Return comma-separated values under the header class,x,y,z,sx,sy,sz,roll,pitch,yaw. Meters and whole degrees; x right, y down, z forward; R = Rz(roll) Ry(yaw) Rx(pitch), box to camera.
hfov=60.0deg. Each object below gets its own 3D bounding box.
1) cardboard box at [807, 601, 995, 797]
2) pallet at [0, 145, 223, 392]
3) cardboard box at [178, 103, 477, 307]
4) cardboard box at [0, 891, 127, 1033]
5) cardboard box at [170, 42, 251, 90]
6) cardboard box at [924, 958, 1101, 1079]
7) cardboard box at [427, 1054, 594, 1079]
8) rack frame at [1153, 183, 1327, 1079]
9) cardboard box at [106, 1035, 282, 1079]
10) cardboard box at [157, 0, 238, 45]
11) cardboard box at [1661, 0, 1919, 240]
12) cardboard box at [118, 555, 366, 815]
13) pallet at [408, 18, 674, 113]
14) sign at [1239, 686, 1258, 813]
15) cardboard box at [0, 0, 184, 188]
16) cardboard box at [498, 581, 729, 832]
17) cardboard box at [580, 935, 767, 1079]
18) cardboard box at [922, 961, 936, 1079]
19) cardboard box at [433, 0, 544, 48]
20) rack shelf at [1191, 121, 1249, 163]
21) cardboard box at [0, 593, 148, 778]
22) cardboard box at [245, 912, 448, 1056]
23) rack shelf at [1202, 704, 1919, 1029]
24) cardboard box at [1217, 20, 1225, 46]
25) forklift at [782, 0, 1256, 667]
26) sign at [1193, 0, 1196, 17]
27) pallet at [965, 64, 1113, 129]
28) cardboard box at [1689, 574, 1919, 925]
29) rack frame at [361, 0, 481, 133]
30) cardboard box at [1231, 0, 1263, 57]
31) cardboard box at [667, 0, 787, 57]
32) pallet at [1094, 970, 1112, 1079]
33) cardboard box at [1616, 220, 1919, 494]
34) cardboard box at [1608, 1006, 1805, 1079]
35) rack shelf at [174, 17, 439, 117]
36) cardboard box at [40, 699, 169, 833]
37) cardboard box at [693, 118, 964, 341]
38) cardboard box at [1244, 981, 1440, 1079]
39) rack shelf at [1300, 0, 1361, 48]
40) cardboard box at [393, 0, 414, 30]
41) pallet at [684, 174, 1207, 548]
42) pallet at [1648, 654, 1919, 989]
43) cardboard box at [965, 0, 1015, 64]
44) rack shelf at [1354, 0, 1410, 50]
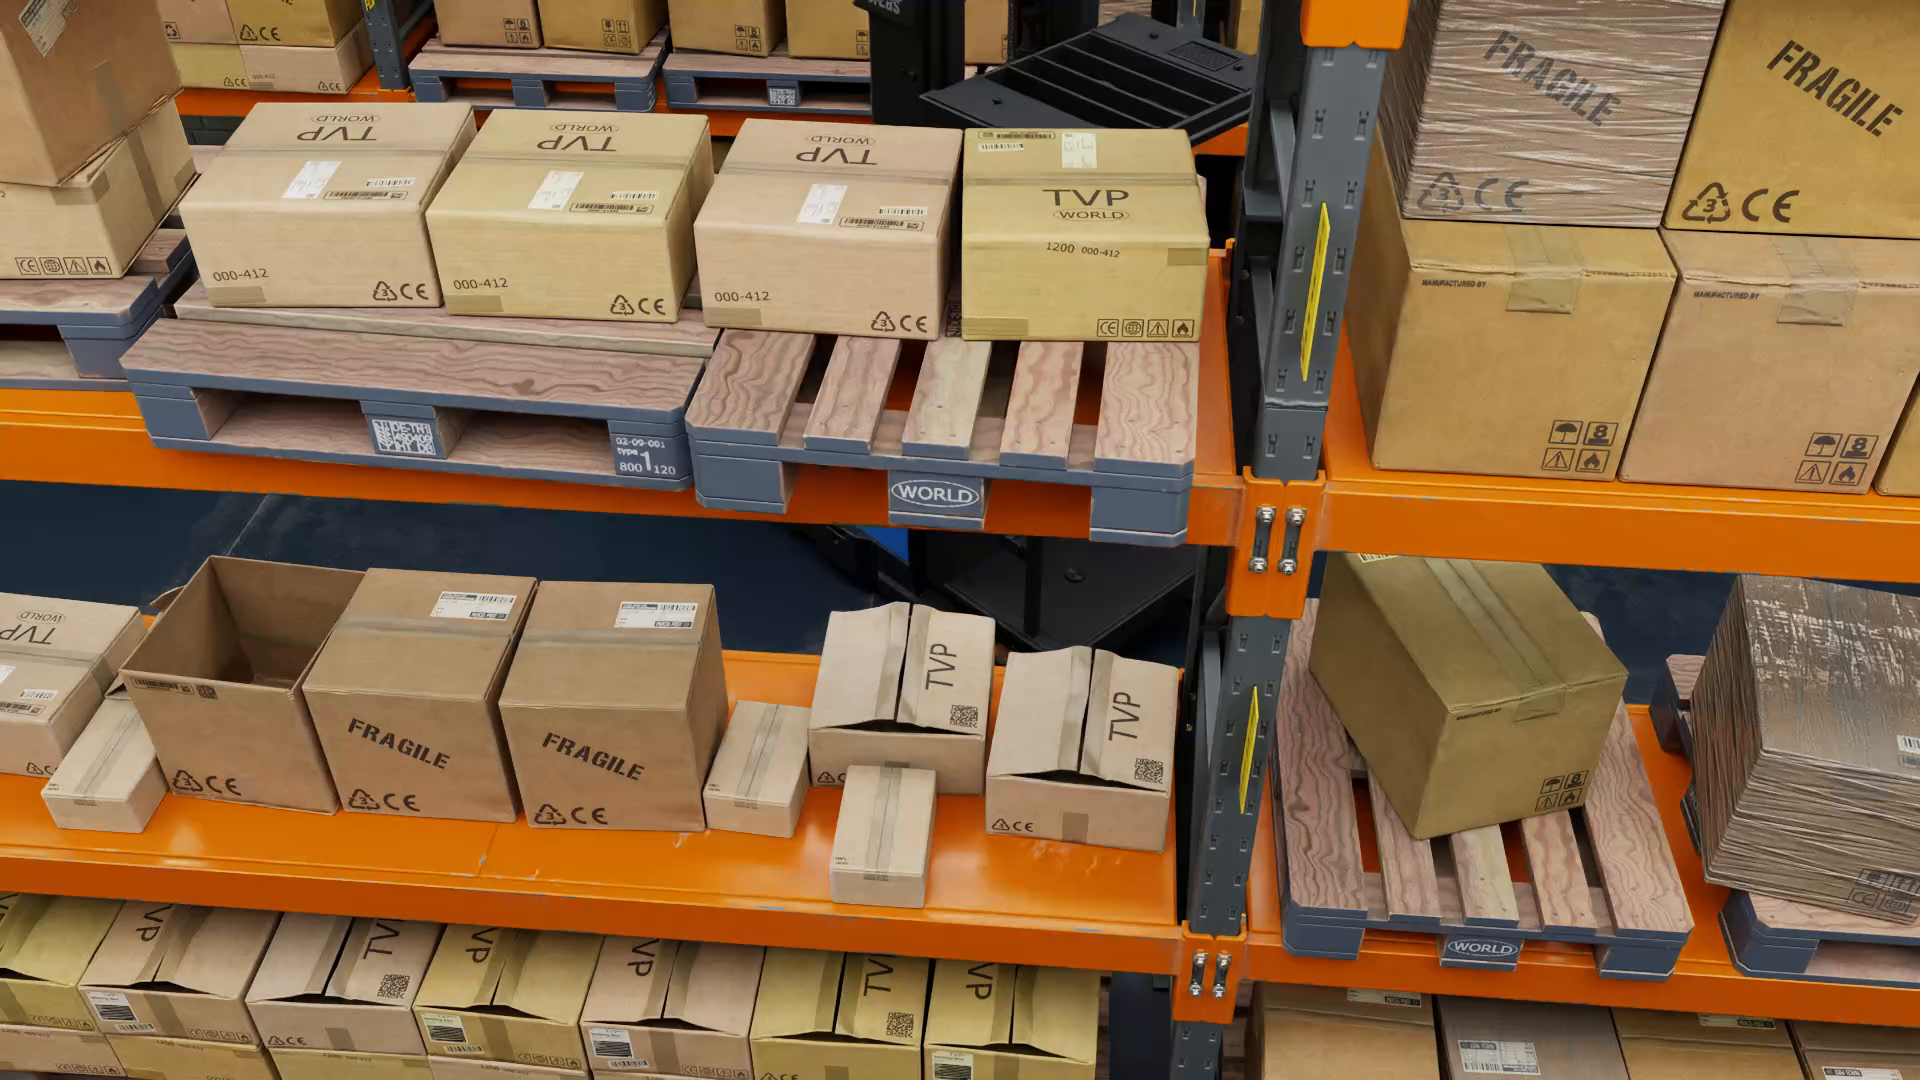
class,x,y,z,sx,sy,sz,roll,pitch,yaw
cardboard box,-0.161,0.453,4.888,0.500,0.311,0.500,3,39,3
pallet,-2.392,-0.678,3.982,1.217,0.209,0.805,2,39,2
cardboard box,-1.372,-0.754,3.710,0.500,0.250,0.500,0,39,0
cardboard box,-2.881,1.236,5.256,0.500,0.311,0.500,3,39,4
cardboard box,-3.842,-2.562,8.624,0.500,0.250,0.500,3,39,4
cardboard box,0.170,1.401,5.053,0.500,0.311,0.500,4,39,5
cardboard box,-1.359,1.536,5.332,0.500,0.250,0.500,4,39,5
rack frame,0.713,0.589,4.650,0.127,3.000,1.000,3,39,4
cardboard box,-2.382,1.481,5.400,0.500,0.250,0.500,4,39,5
cardboard box,-3.843,-2.840,8.372,0.500,0.500,0.500,3,39,4
cardboard box,1.656,-0.945,3.288,0.500,0.500,0.500,3,39,4
cardboard box,-1.983,0.413,4.787,0.500,0.500,0.500,6,40,7
pallet,-2.099,-2.537,8.643,1.213,0.211,1.003,3,39,4
sign,0.669,0.489,3.856,0.005,0.325,0.100,3,39,4
cardboard box,-2.091,-1.113,3.557,0.500,0.500,0.500,7,40,8
cardboard box,-0.960,0.469,4.718,0.500,0.500,0.500,1,39,1
cardboard box,-0.851,1.348,5.119,0.500,0.311,0.500,3,39,4
cardboard box,-0.346,1.591,5.264,0.500,0.250,0.500,3,39,3
cardboard box,-2.344,-2.905,8.515,0.500,0.500,0.700,3,39,4
rack shelf,3.130,-2.139,8.571,4.000,0.370,1.077,3,39,4
cardboard box,-2.777,0.429,4.966,0.500,0.250,0.500,5,39,7
cardboard box,-1.867,1.294,5.185,0.500,0.311,0.500,2,39,2
rack shelf,2.706,0.977,4.743,4.000,0.370,1.077,3,39,4
cardboard box,1.484,-2.580,8.727,0.250,0.149,0.380,4,39,5
forklift,0.461,-0.816,6.431,1.130,2.935,3.031,-31,48,-32
sign,1.100,-2.603,7.718,0.005,0.325,0.100,3,39,4
pallet,0.418,-2.424,8.504,1.003,0.211,1.213,3,39,4
cardboard box,2.245,0.521,4.322,0.500,0.500,0.700,10,40,12
rack frame,-2.848,-2.744,8.746,0.127,3.000,1.000,3,39,4
cardboard box,1.599,-2.501,8.116,0.500,0.500,0.500,4,39,5
cardboard box,-1.129,-2.854,8.452,0.500,0.500,0.700,8,40,10
pallet,-0.103,1.601,5.616,1.213,0.211,1.003,3,39,4
cardboard box,1.659,-0.583,3.634,0.500,0.500,0.910,3,39,4
cardboard box,2.164,1.648,4.981,0.500,0.500,0.500,3,39,3
rack shelf,-4.841,-2.574,9.107,4.000,0.370,1.077,3,39,4
cardboard box,-2.407,0.645,4.780,0.250,0.149,0.380,3,39,4
cardboard box,-0.267,-0.685,3.626,0.500,0.250,0.500,4,39,5
cardboard box,1.142,1.592,5.049,0.500,0.500,0.500,5,39,6
rack shelf,-1.279,-1.412,3.244,4.000,0.370,1.077,3,39,4
cardboard box,-3.298,-2.855,8.984,0.500,0.250,0.500,4,39,4
pallet,0.030,-0.482,3.739,1.003,0.211,1.213,5,39,6
pallet,2.651,0.766,4.584,1.213,0.211,1.003,3,39,4
cardboard box,0.109,-2.769,8.348,0.500,0.500,0.700,0,39,0
rack shelf,2.706,-1.195,2.976,4.000,0.370,1.077,3,39,4
